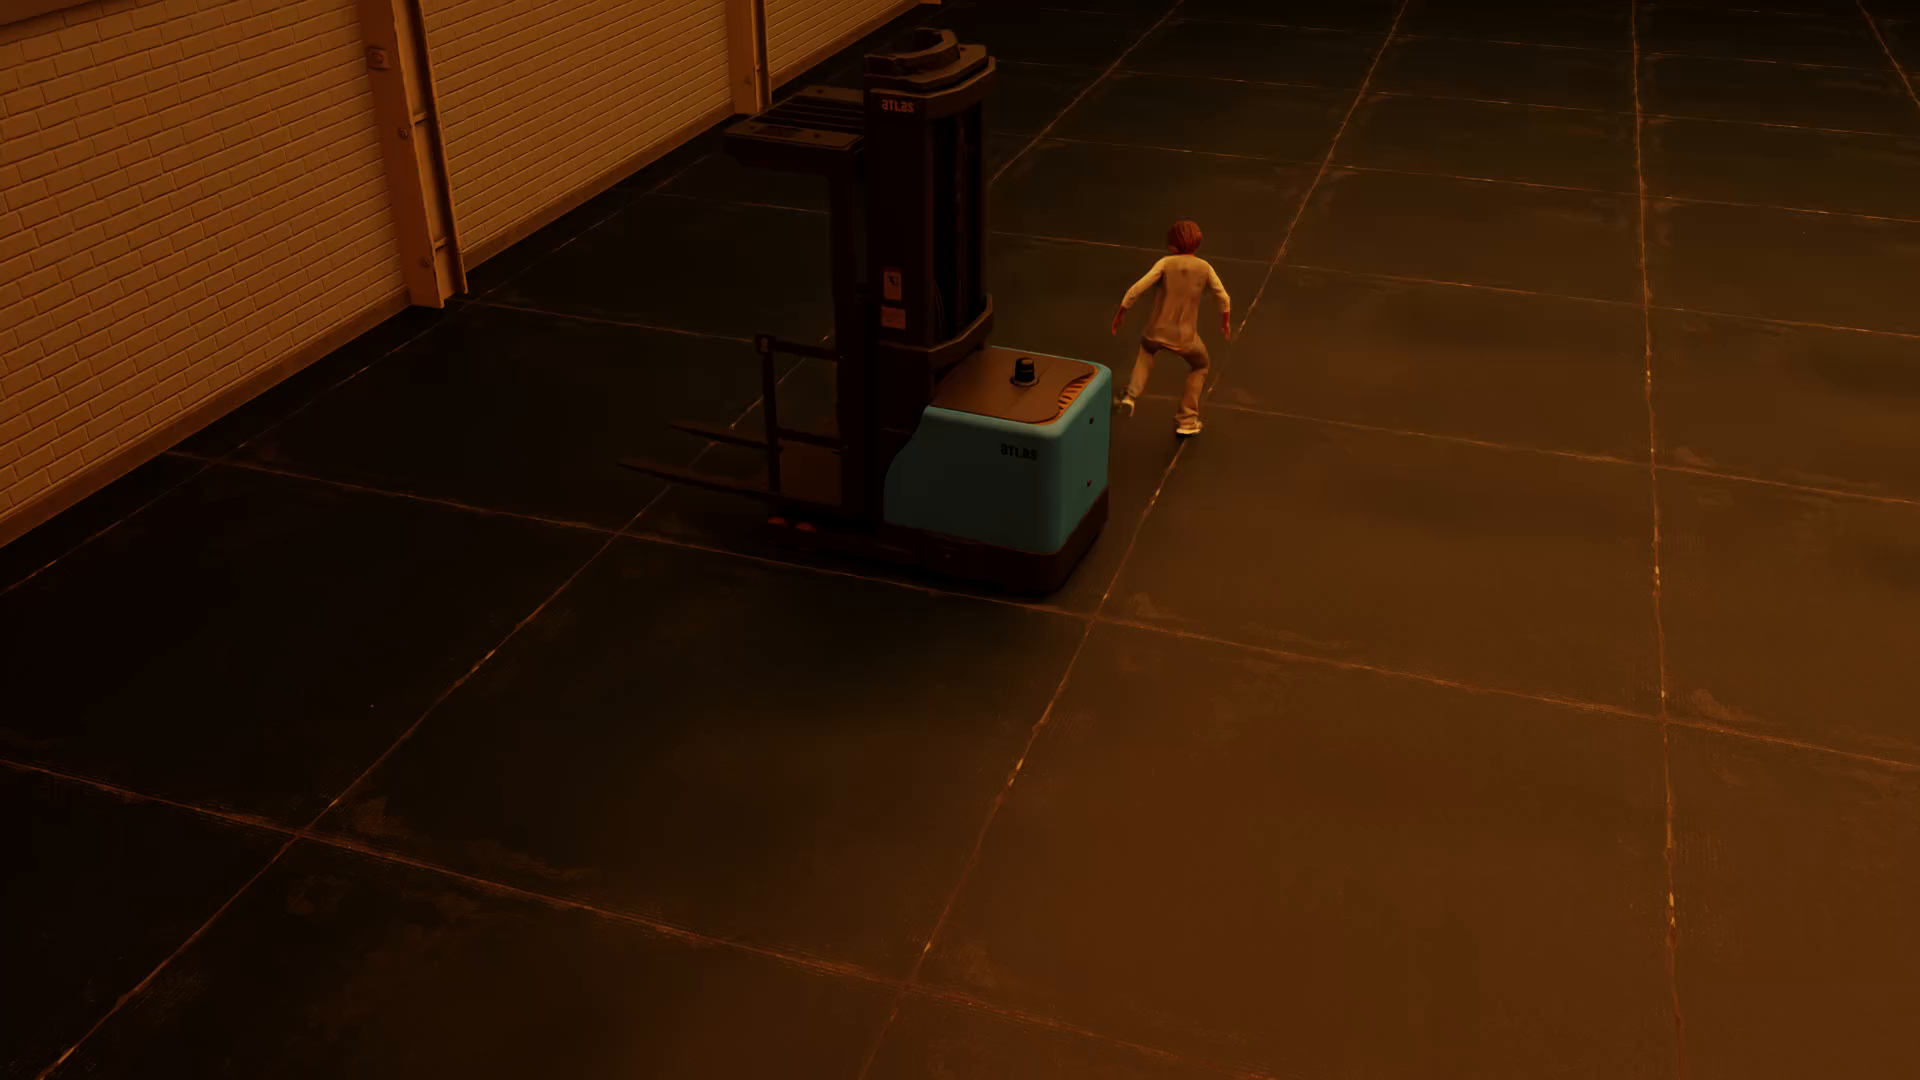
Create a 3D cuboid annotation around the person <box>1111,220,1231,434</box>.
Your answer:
[{"bbox_3d":[1.409,-1.407,11.095,0.742,1.493,0.474,9,31,15],"label":"person"}]

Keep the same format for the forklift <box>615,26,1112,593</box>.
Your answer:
[{"bbox_3d":[-0.661,-1.434,9.653,3.031,2.935,1.130,12,32,20],"label":"forklift"}]
